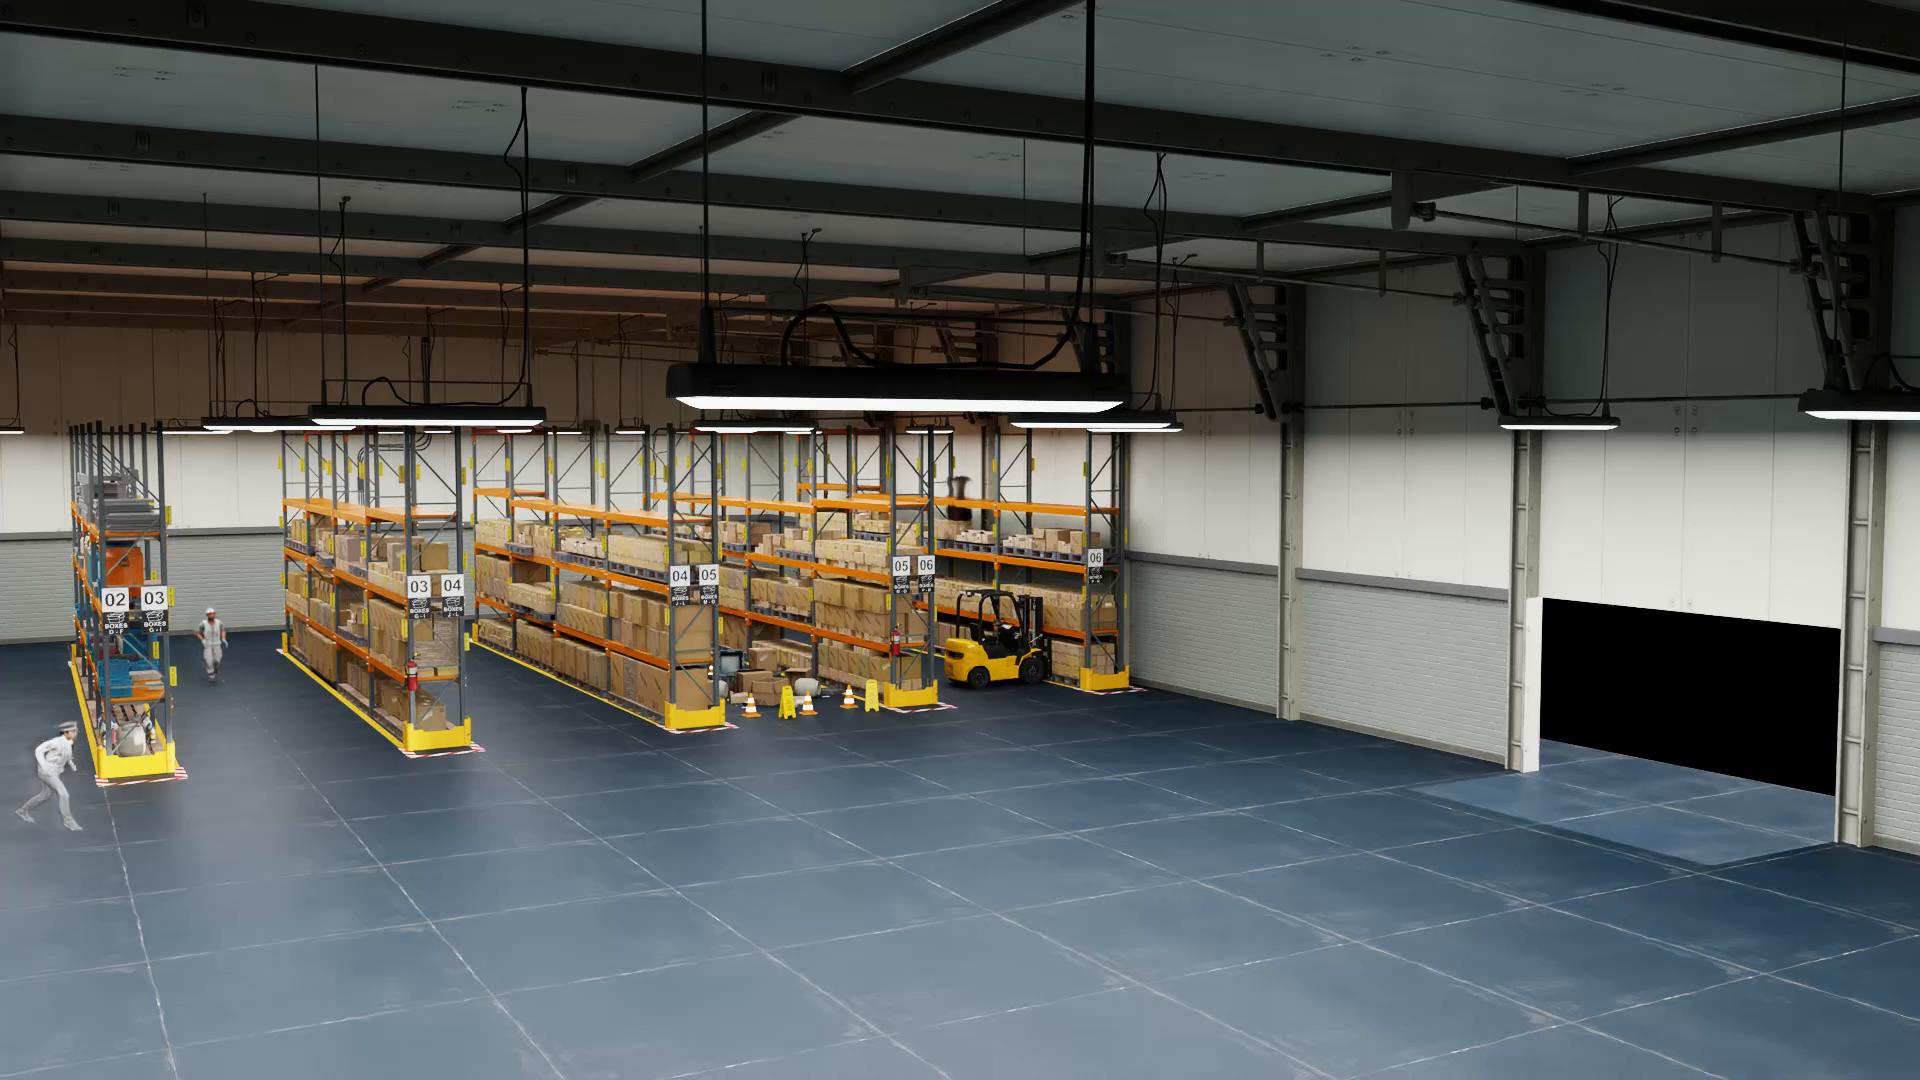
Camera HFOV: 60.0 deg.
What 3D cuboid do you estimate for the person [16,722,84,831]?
[{"bbox_3d":[-13.281,3.453,24.185,0.967,1.629,0.657,0,4,5],"label":"person"}]

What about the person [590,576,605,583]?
[{"bbox_3d":[-10.618,1.815,49.471,0.652,1.720,0.789,3,5,44],"label":"person"}]

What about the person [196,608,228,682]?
[{"bbox_3d":[-17.521,2.455,38.941,0.648,1.728,0.647,-2,4,-32],"label":"person"}]

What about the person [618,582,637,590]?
[{"bbox_3d":[-10.282,1.679,51.610,0.655,1.732,0.806,2,4,31],"label":"person"}]
